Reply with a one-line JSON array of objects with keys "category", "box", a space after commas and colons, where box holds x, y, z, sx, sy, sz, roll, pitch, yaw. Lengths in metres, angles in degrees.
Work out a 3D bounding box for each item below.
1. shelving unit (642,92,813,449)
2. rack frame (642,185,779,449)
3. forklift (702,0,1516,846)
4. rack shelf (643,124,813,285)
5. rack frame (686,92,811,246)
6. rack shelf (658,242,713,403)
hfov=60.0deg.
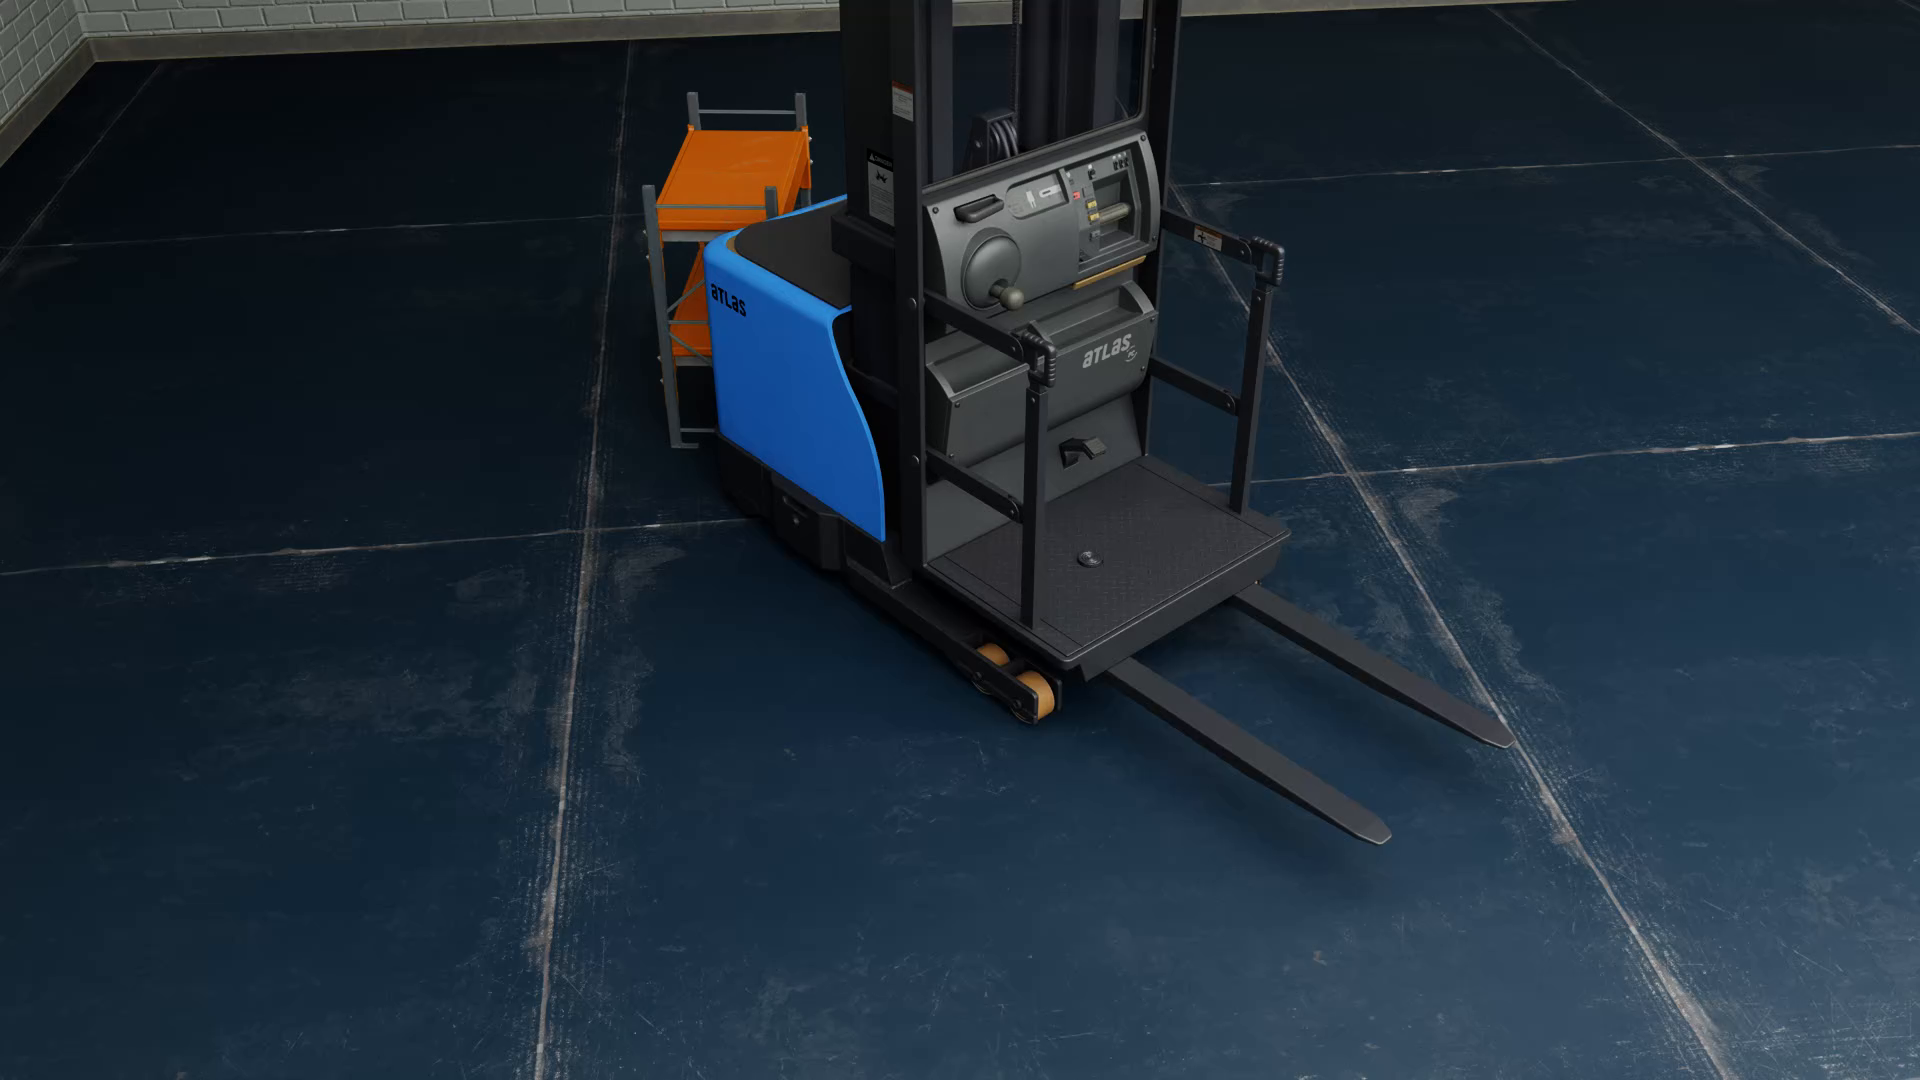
[{"category": "shelving unit", "box": [-0.917, -1.131, 6.911, 0.538, 1.125, 1.048, 1, 34, 1]}, {"category": "rack frame", "box": [-0.931, -0.845, 6.491, 0.500, 1.125, 0.032, 1, 34, 1]}, {"category": "forklift", "box": [0.416, -0.944, 5.033, 1.130, 2.935, 3.031, -26, 42, -33]}, {"category": "rack shelf", "box": [-0.917, -1.373, 6.746, 0.538, 0.278, 1.000, 1, 34, 1]}, {"category": "rack frame", "box": [-0.903, -1.417, 7.331, 0.500, 1.125, 0.032, 1, 34, 1]}, {"category": "rack shelf", "box": [-0.917, -0.929, 7.049, 0.538, 0.278, 1.000, 1, 34, 1]}]
